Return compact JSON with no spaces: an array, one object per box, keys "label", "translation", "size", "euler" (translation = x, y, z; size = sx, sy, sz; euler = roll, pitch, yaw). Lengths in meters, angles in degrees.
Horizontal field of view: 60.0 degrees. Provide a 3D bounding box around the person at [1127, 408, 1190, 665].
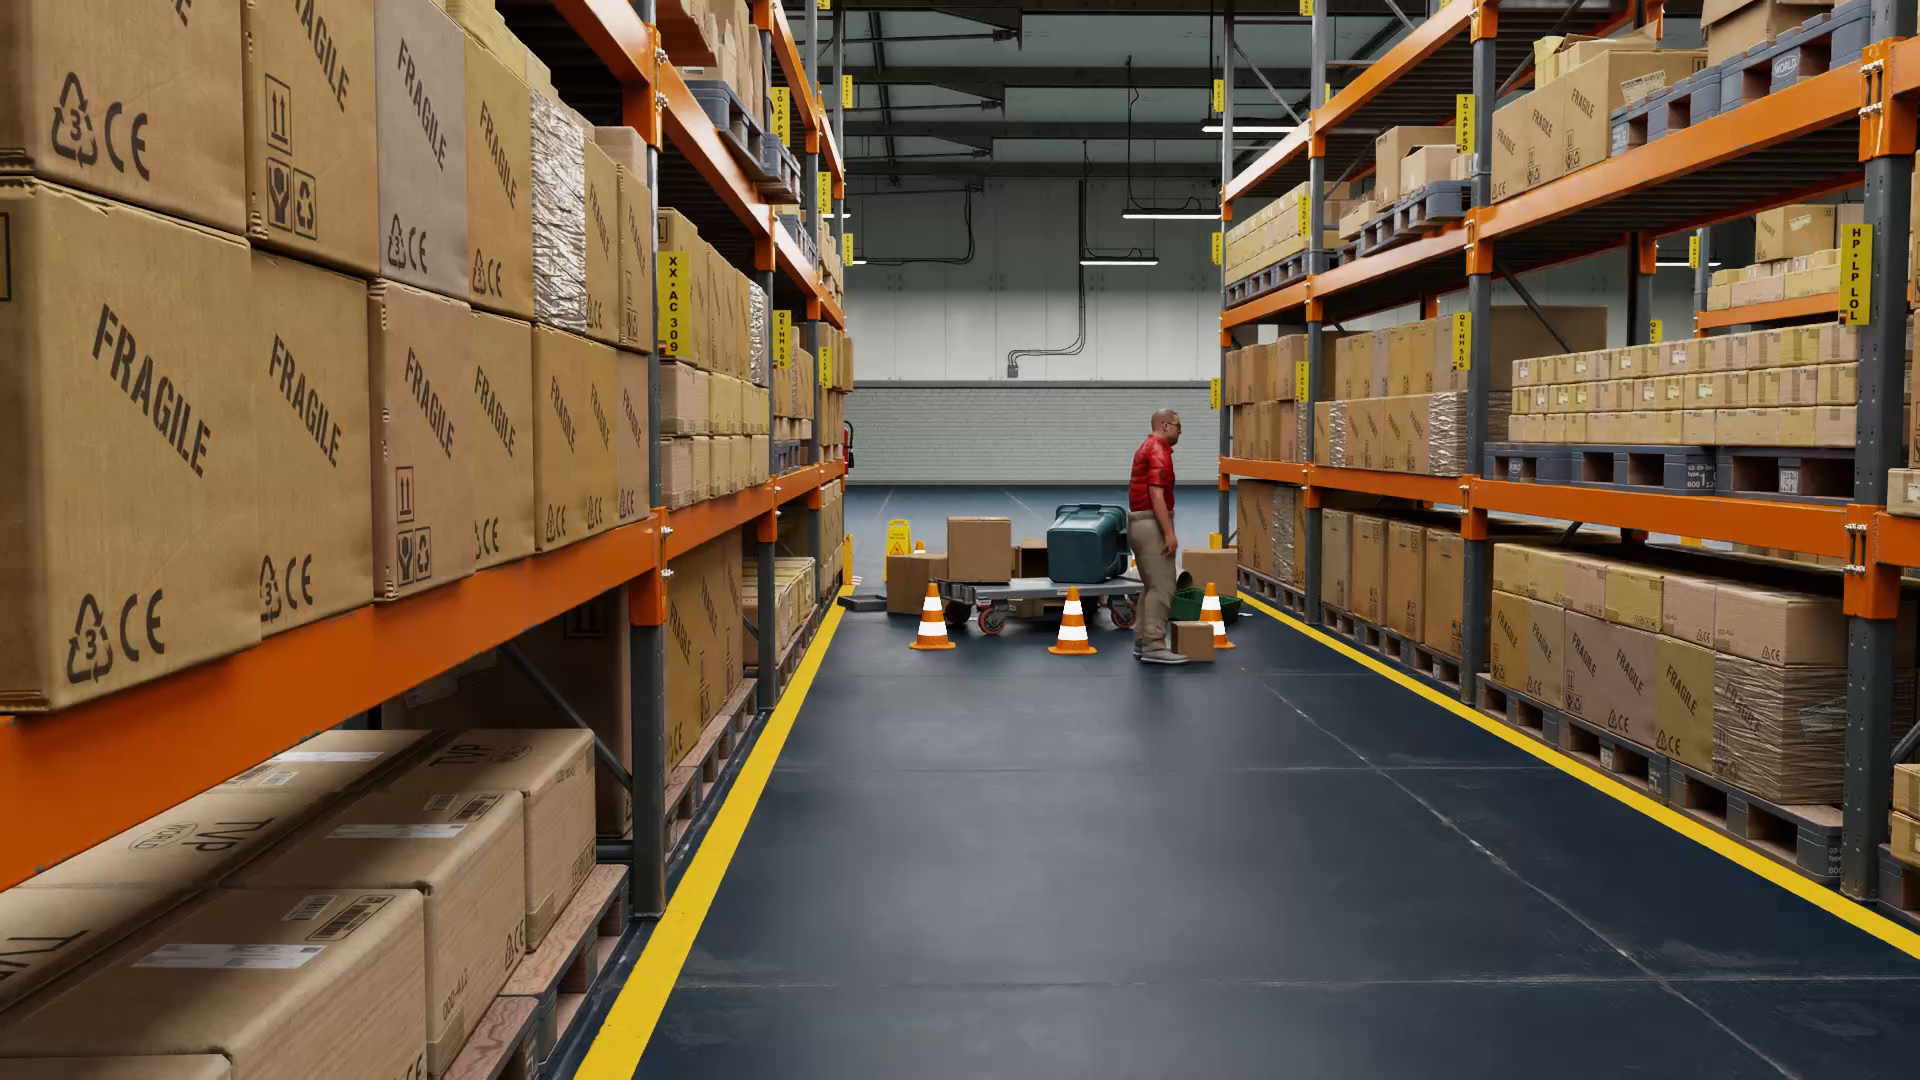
[{"label":"person","translation":[1.348,-0.038,11.419],"size":[0.384,1.728,0.602],"euler":[0,4,-4]}]
